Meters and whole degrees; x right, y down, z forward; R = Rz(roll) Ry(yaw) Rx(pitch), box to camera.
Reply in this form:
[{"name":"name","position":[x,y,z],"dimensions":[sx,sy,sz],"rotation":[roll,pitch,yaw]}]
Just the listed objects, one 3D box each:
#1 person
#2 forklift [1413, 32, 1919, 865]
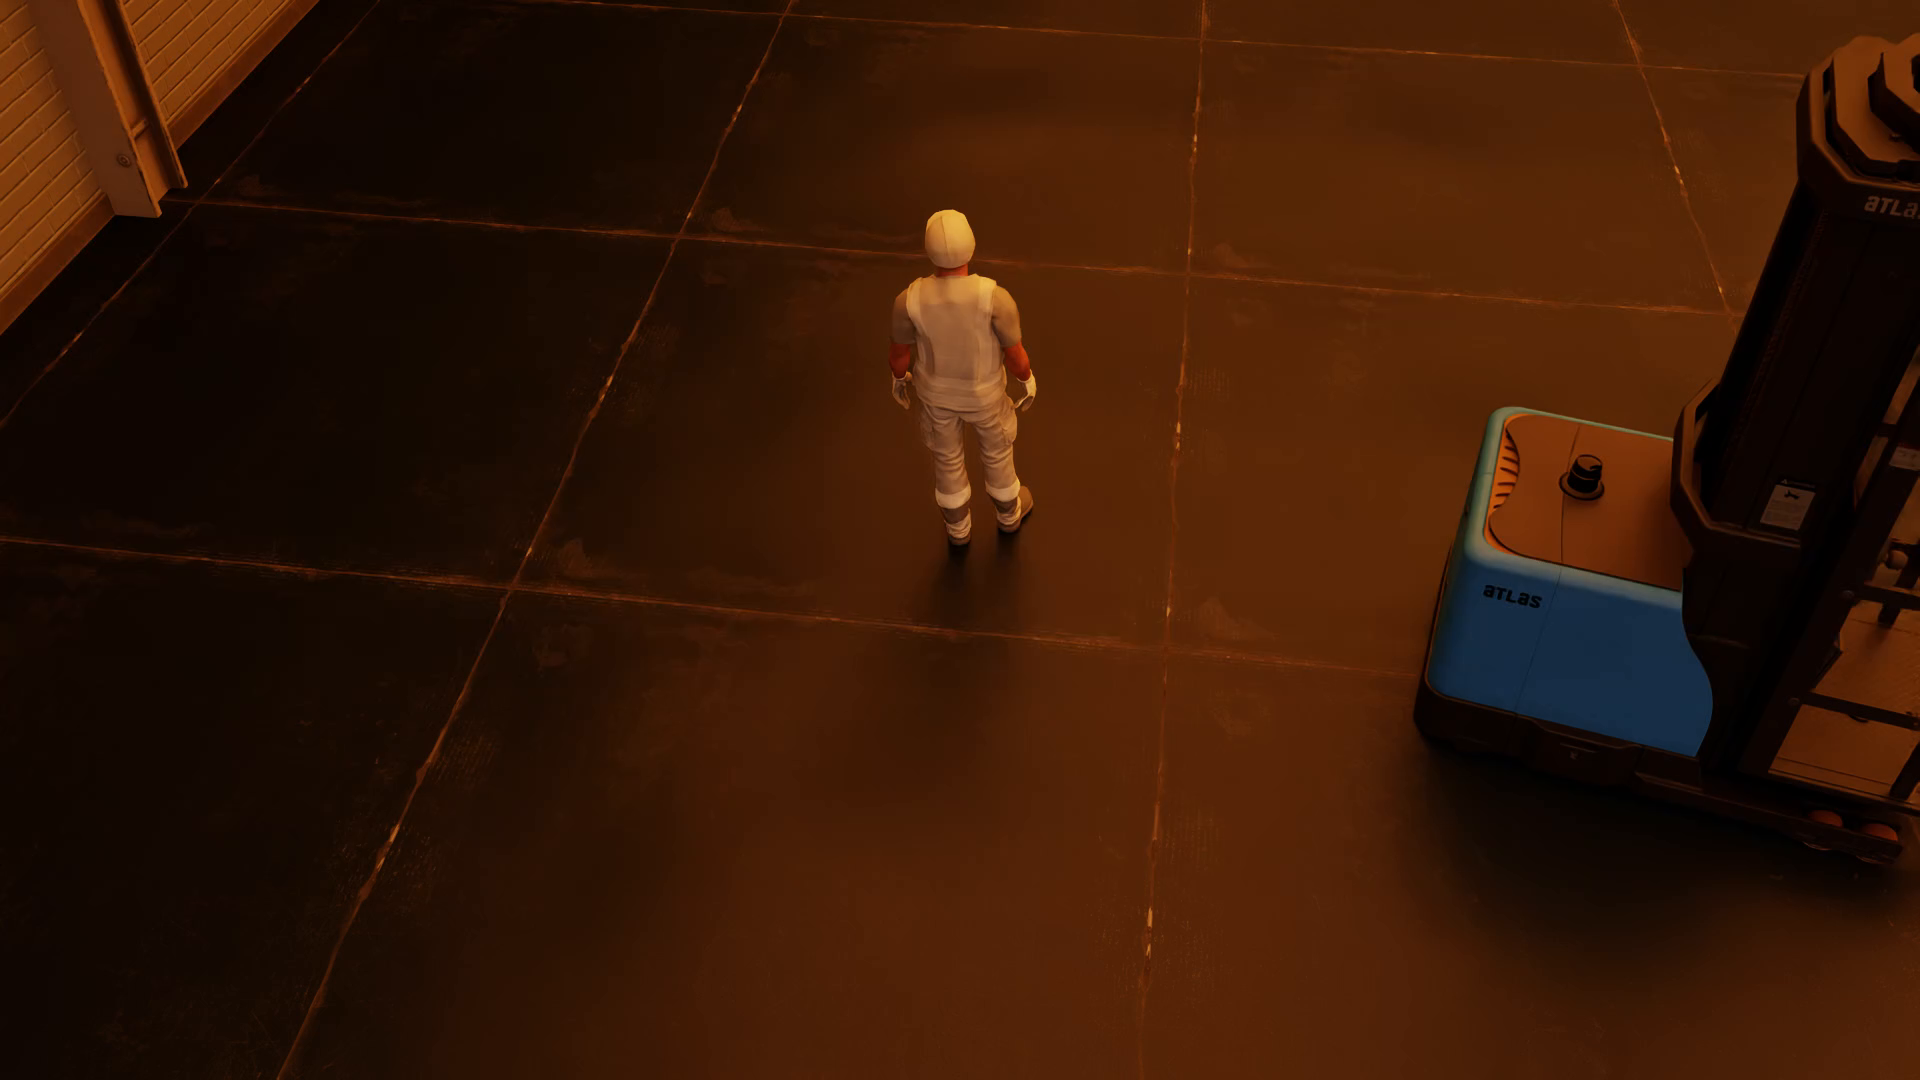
[{"name":"person","position":[0.023,-0.717,7.338],"dimensions":[0.637,1.787,0.564],"rotation":[5,43,6]},{"name":"forklift","position":[3.475,-0.221,5.965],"dimensions":[3.031,2.935,1.130],"rotation":[14,44,14]}]
